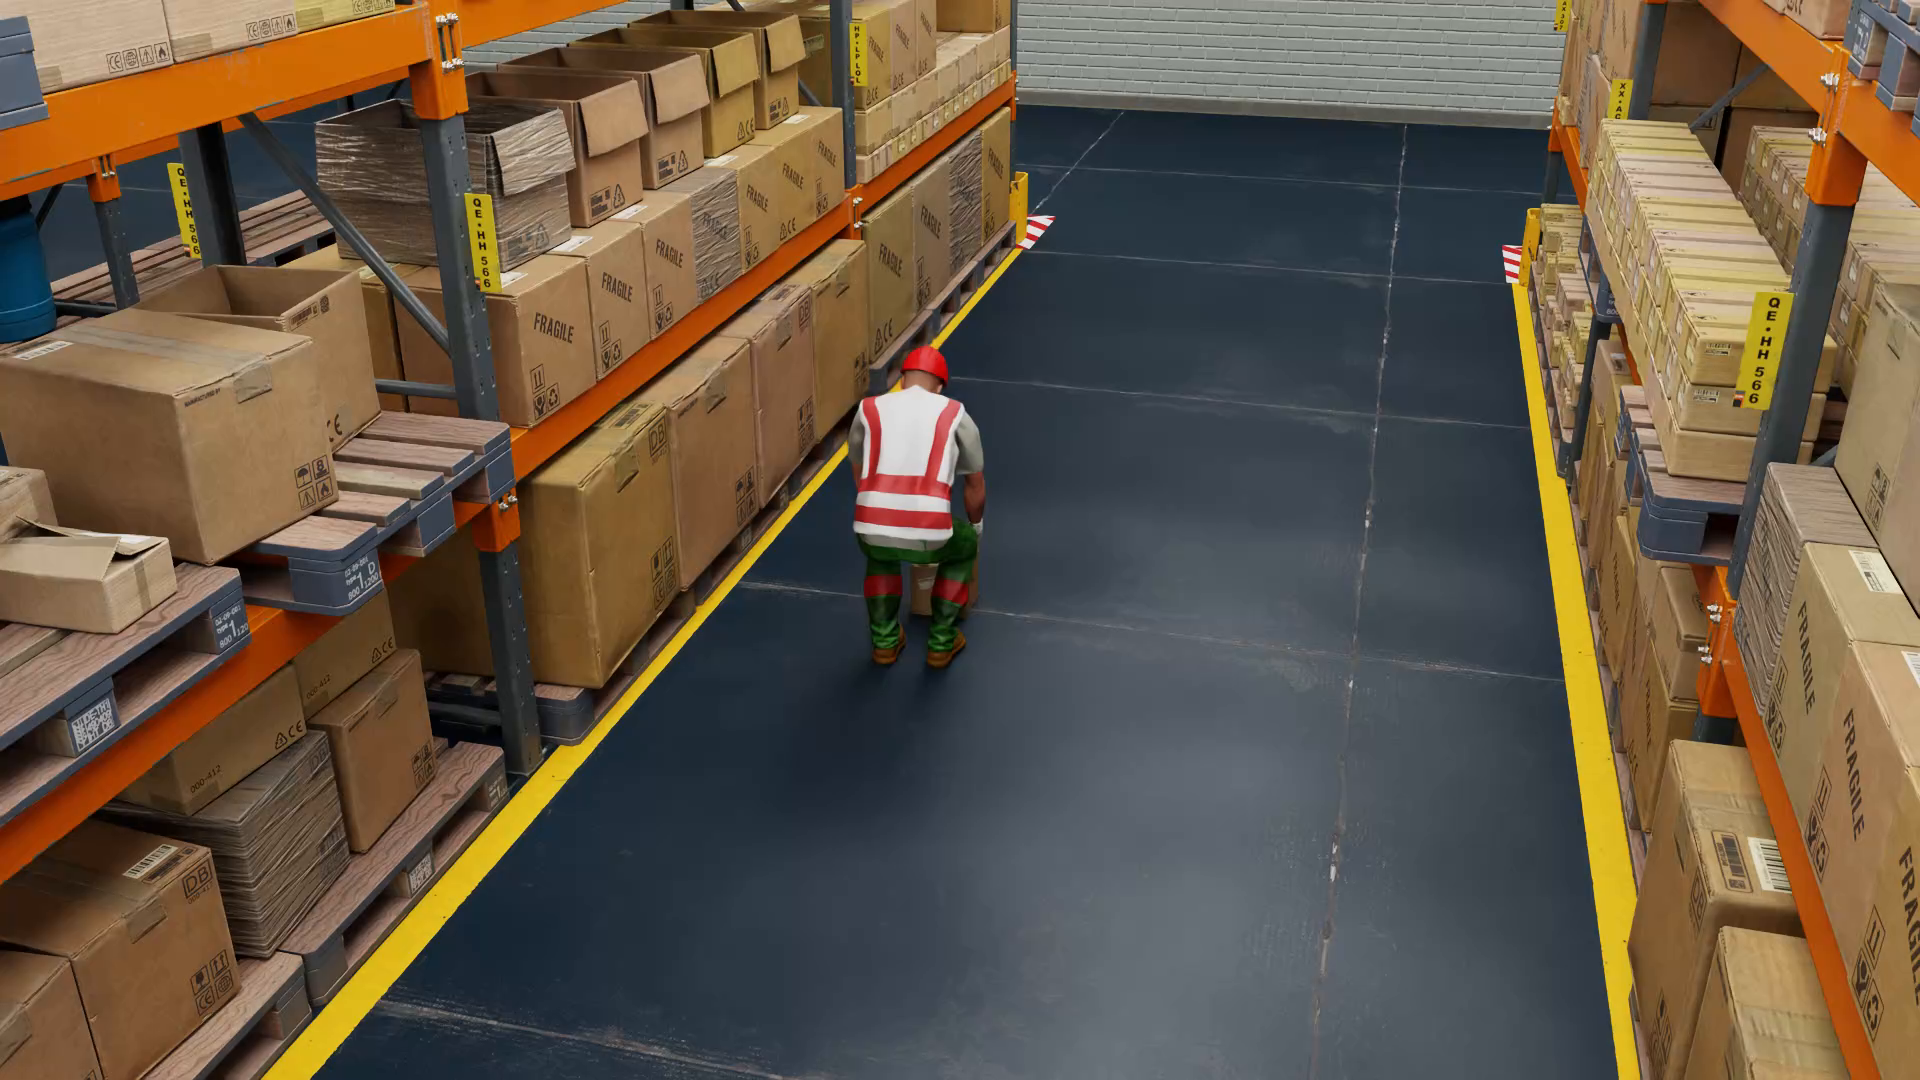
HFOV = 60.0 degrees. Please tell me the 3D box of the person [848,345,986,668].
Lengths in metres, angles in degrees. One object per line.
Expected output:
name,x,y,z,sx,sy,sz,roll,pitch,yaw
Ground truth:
person,-0.211,-0.119,6.959,0.582,1.260,0.829,6,26,13
